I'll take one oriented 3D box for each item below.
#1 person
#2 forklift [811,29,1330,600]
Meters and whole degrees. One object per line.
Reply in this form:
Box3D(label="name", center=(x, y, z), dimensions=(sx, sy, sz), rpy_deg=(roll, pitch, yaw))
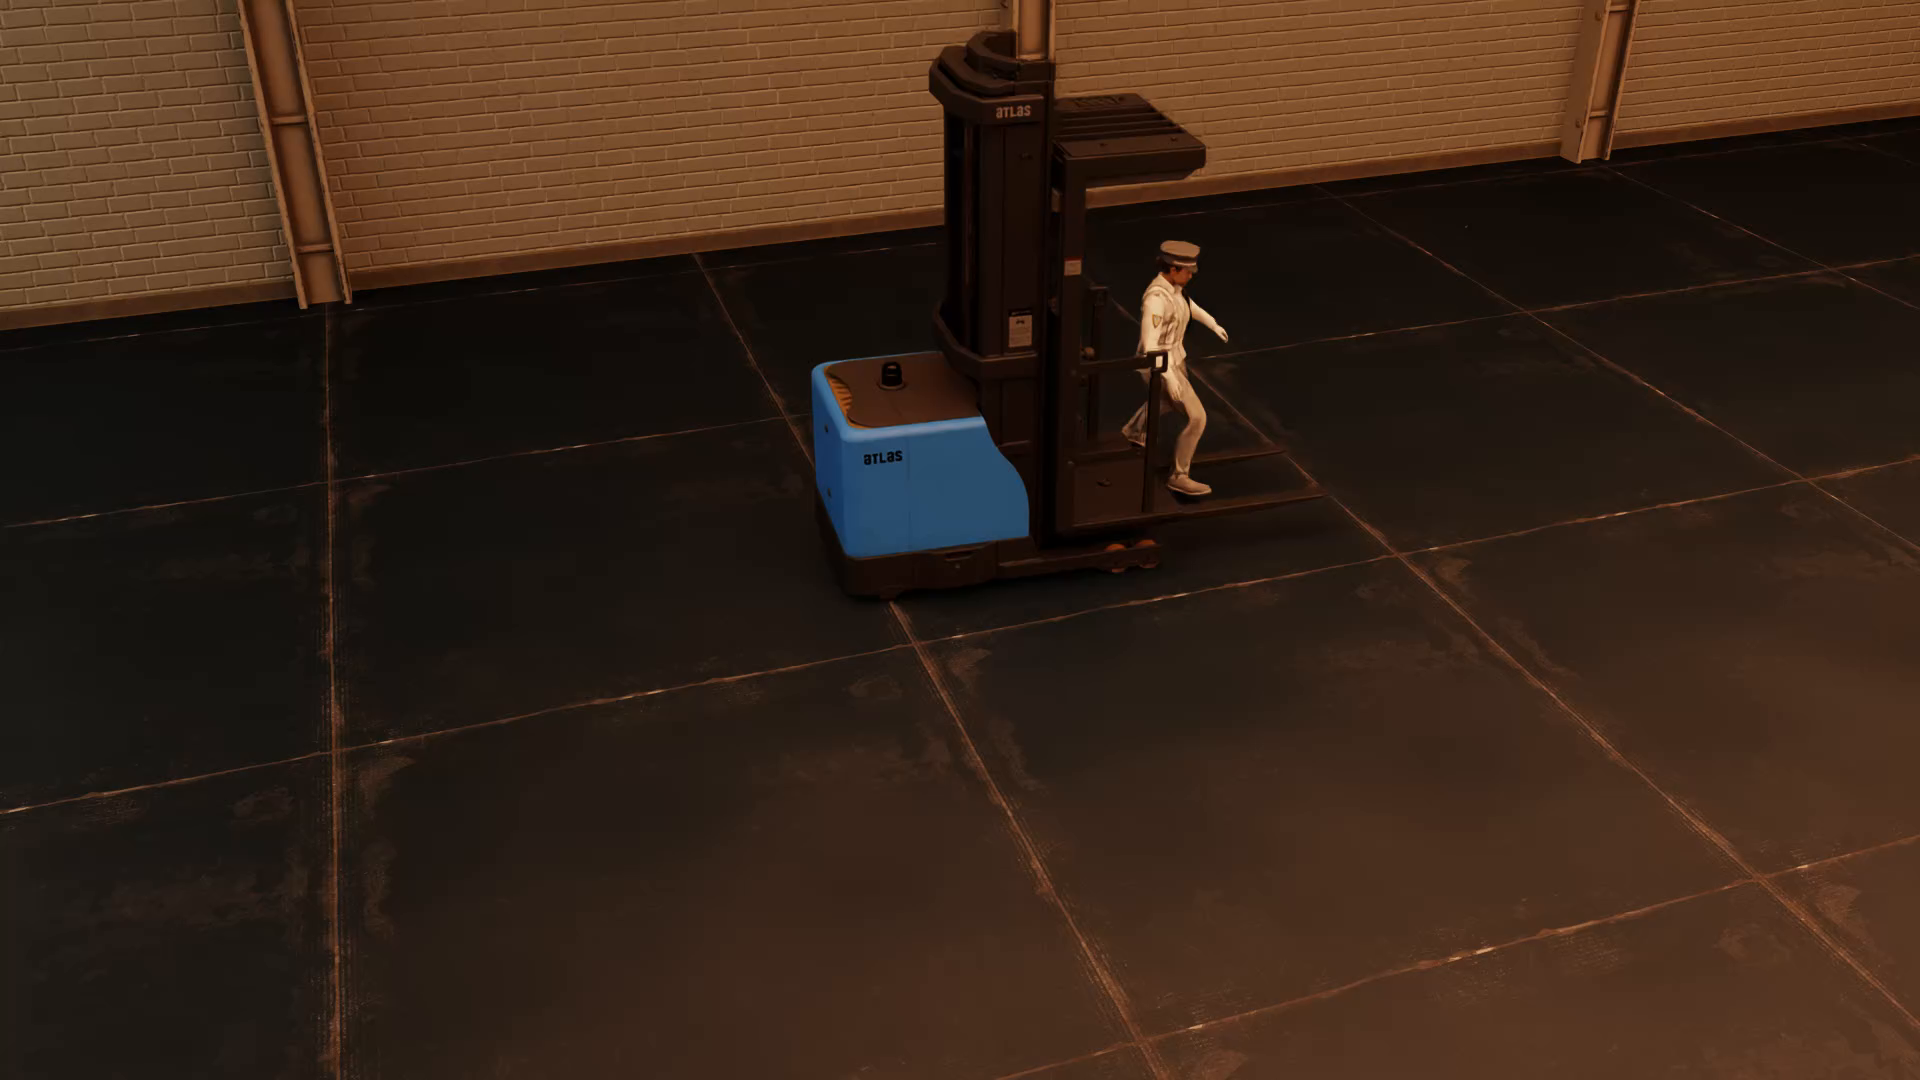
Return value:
Box3D(label="person", center=(1.337, -1.119, 10.442), dimensions=(0.794, 1.554, 0.922), rpy_deg=(11, 32, 19))
Box3D(label="forklift", center=(0.697, -1.327, 9.394), dimensions=(3.031, 2.935, 1.130), rpy_deg=(-8, 31, -13))
